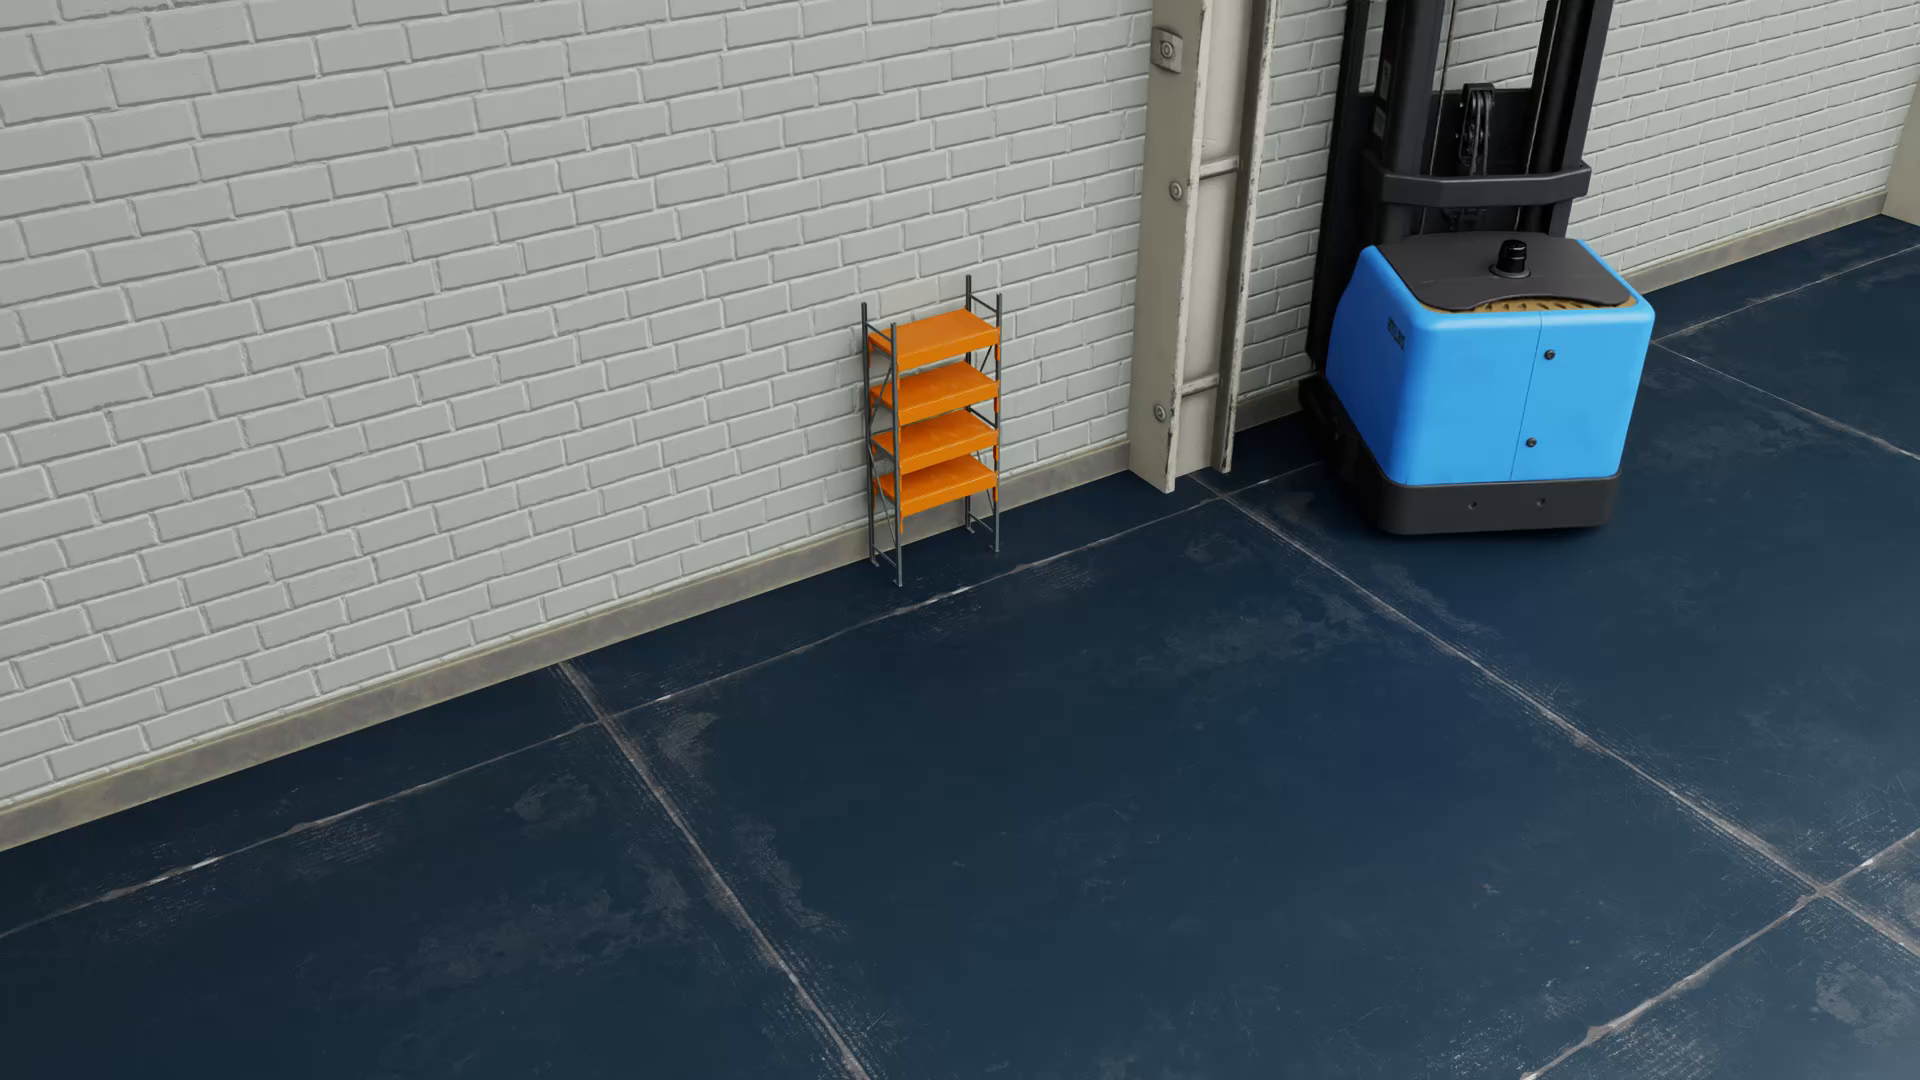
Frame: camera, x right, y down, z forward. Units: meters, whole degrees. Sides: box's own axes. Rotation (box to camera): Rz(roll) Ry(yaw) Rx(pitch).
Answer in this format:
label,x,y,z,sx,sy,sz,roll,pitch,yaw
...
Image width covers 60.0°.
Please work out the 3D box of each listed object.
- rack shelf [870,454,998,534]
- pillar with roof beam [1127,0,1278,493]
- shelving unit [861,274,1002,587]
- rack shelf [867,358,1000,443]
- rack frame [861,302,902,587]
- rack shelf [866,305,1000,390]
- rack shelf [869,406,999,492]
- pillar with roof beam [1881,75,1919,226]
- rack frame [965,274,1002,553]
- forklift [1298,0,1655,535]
label,x,y,z,sx,sy,sz,roll,pitch,yaw
rack shelf,-0.110,-0.212,6.959,0.480,0.148,0.258,-19,37,-28
pillar with roof beam,3.352,-2.213,2.324,0.400,9.000,9.100,-19,37,-27
shelving unit,-0.109,-0.437,6.817,0.503,1.200,0.258,-19,37,-28
rack shelf,-0.109,-0.569,6.733,0.480,0.148,0.258,-19,37,-28
rack frame,-0.313,-0.365,6.704,0.015,1.200,0.240,-19,37,-28
rack shelf,-0.109,-0.769,6.607,0.480,0.148,0.258,-19,37,-28
rack shelf,-0.109,-0.380,6.853,0.480,0.148,0.258,-19,37,-28
pillar with roof beam,8.395,-3.947,5.073,0.400,9.000,9.100,-19,37,-27
rack frame,0.094,-0.508,6.930,0.015,1.200,0.240,-19,37,-28
forklift,2.205,-2.024,7.711,1.130,2.935,3.031,-3,32,-4
